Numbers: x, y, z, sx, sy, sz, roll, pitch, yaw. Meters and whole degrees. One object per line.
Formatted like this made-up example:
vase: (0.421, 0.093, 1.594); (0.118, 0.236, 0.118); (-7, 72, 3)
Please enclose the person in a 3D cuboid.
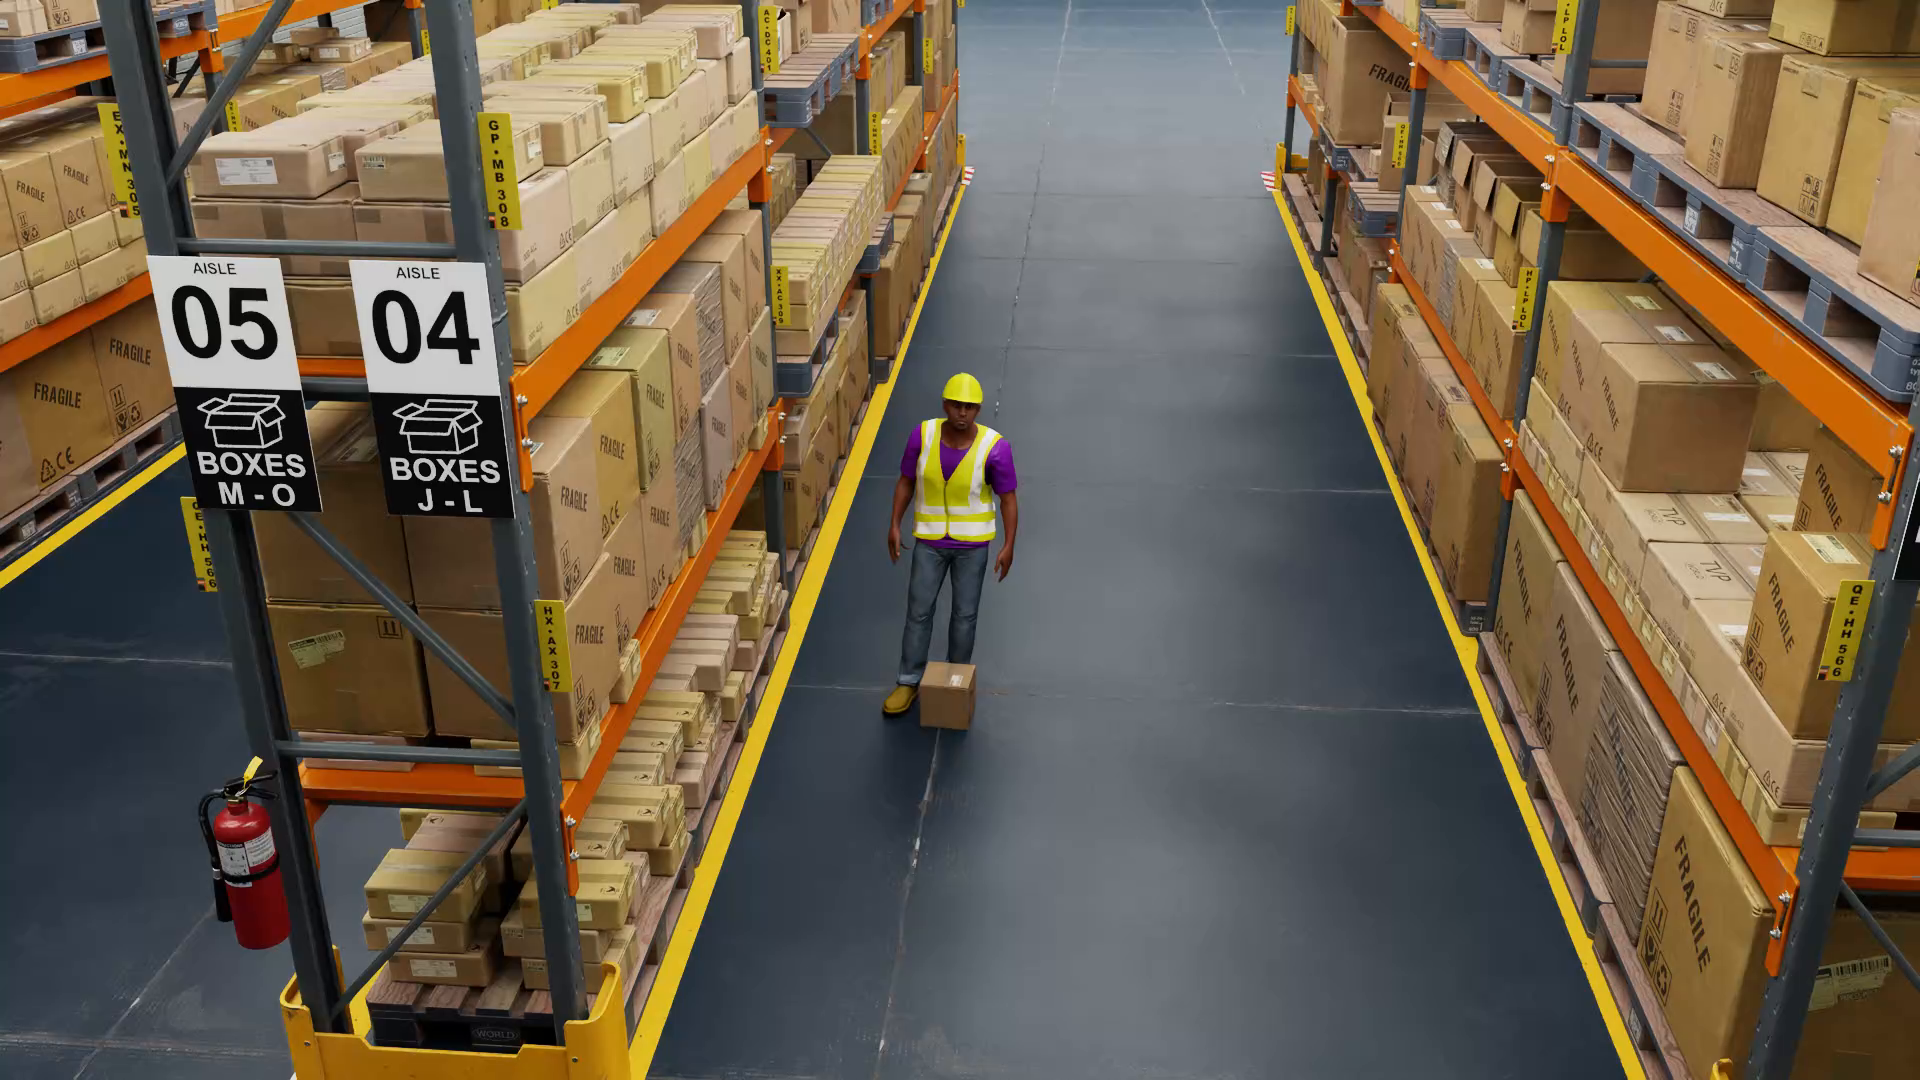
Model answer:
person: (-0.053, 0.027, 8.495); (0.666, 1.765, 0.577); (5, 25, 10)
